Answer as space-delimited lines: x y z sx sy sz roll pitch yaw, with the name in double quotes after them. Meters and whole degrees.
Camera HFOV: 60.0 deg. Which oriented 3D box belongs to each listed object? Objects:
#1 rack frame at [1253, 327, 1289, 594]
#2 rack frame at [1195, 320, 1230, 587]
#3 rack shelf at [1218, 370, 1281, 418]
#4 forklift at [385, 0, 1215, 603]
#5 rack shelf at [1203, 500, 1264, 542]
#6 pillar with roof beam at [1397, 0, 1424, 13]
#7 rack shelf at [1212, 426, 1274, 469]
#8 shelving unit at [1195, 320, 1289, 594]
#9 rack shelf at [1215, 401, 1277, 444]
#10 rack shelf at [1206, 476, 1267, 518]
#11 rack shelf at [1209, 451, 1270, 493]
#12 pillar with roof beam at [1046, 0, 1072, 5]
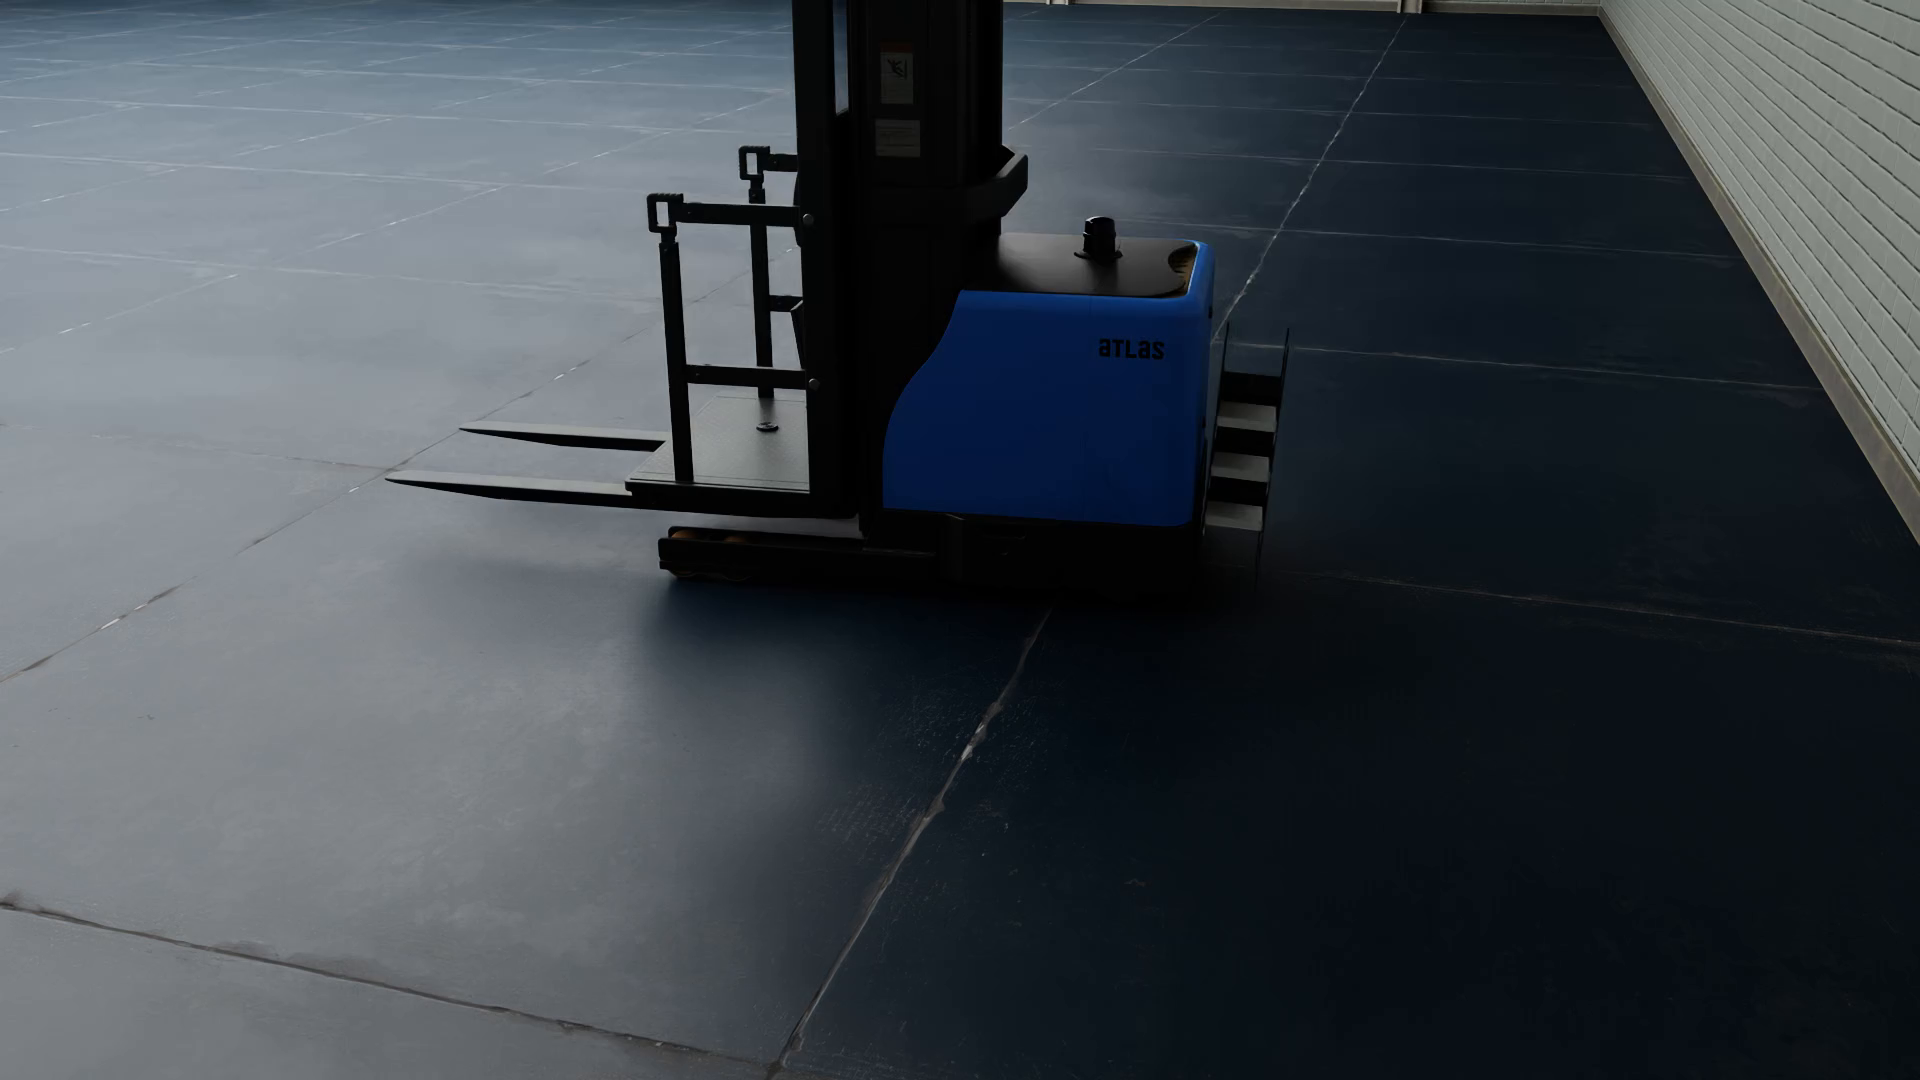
1.075 -0.270 5.744 0.006 0.900 0.240 7 23 8 "rack frame"
0.875 -0.295 5.773 0.006 0.900 0.240 7 23 8 "rack frame"
0.988 -0.500 5.666 0.200 0.077 0.258 7 23 8 "rack shelf"
-0.615 -1.400 5.821 3.031 2.935 1.130 4 23 10 "forklift"
0.963 -0.086 5.841 0.200 0.077 0.258 7 23 8 "rack shelf"
6.255 -11.401 22.208 0.400 9.000 9.100 7 23 16 "pillar with roof beam"
0.978 -0.335 5.736 0.200 0.077 0.258 7 23 8 "rack shelf"
0.975 -0.282 5.758 0.210 0.900 0.258 7 23 8 "shelving unit"
0.983 -0.417 5.701 0.200 0.077 0.258 7 23 8 "rack shelf"
0.968 -0.169 5.806 0.200 0.077 0.258 7 23 8 "rack shelf"
0.973 -0.252 5.771 0.200 0.077 0.258 7 23 8 "rack shelf"
0.511 -12.059 23.811 0.400 9.000 9.100 7 23 16 "pillar with roof beam"
